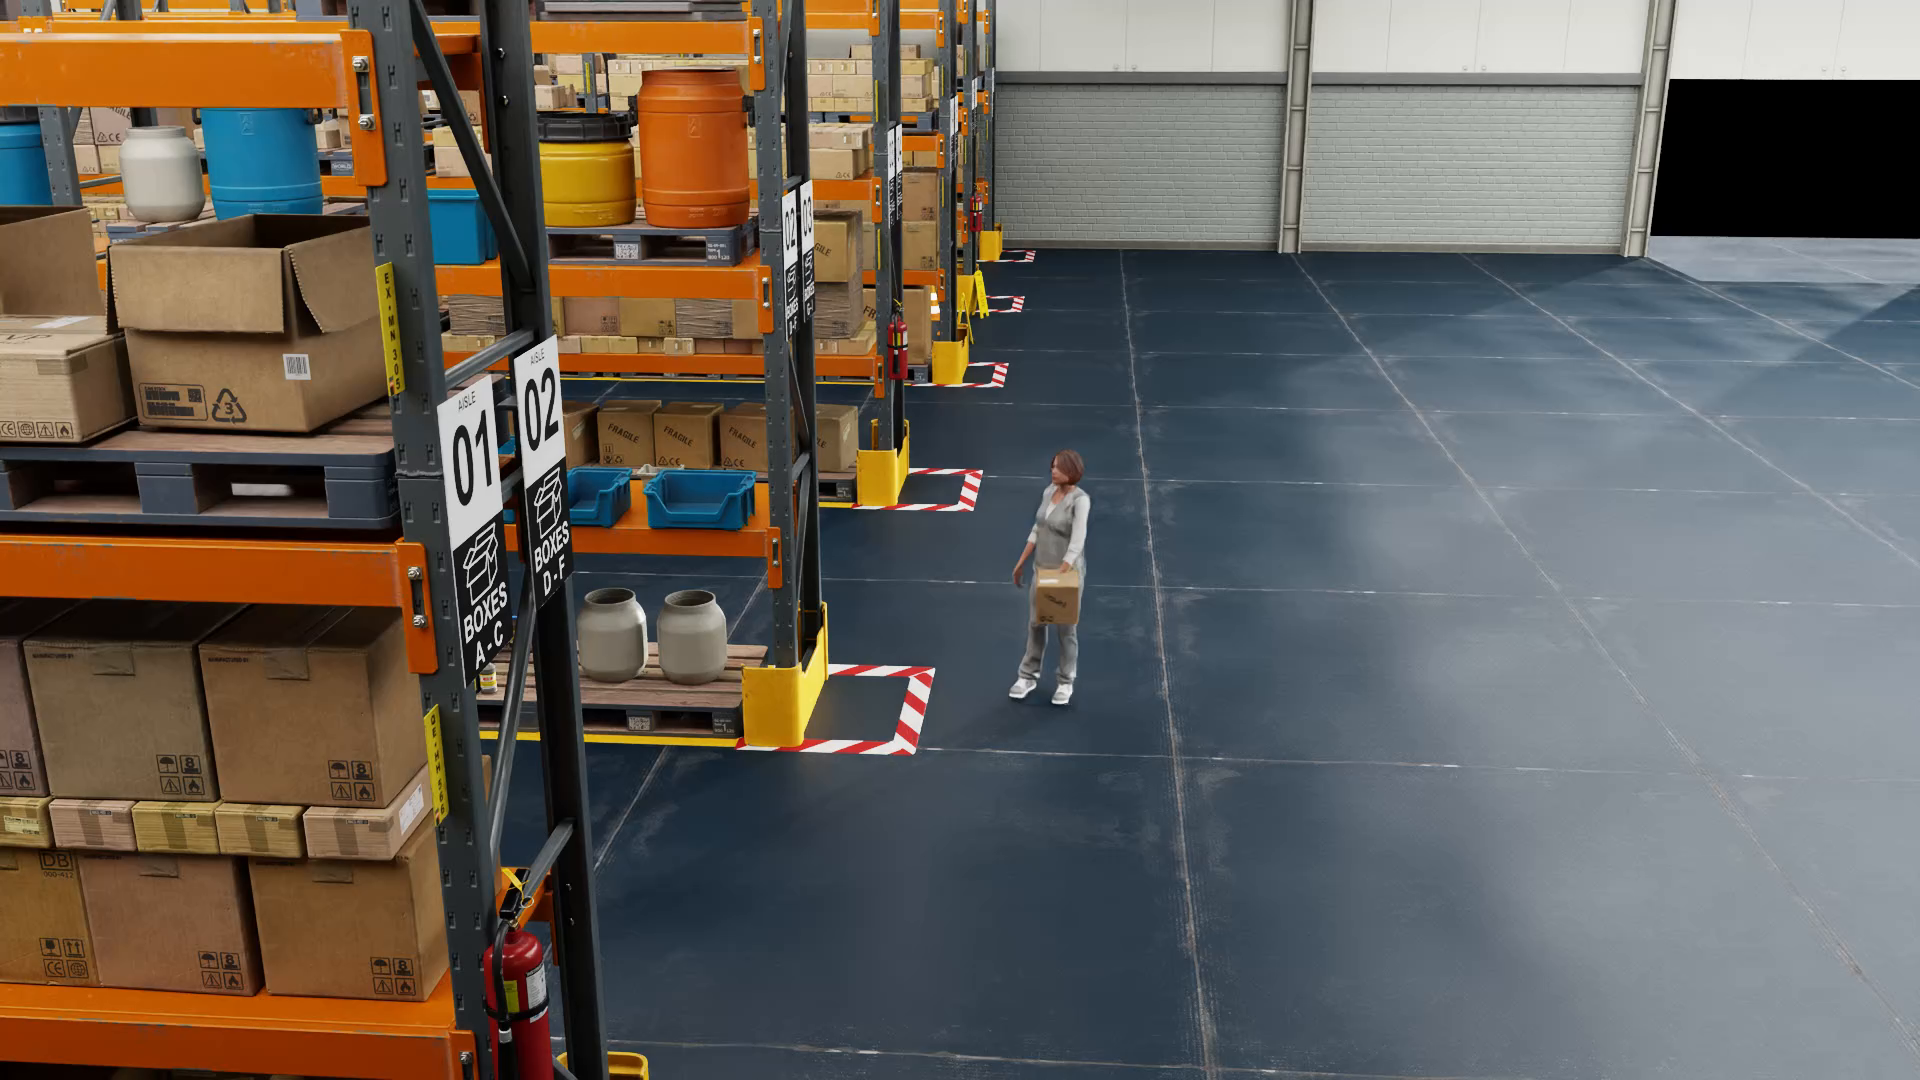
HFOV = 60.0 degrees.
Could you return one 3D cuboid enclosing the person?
[{"bbox_3d":[0.570,0.242,10.308,0.451,1.586,0.444,-15,23,-39],"label":"person"}]
